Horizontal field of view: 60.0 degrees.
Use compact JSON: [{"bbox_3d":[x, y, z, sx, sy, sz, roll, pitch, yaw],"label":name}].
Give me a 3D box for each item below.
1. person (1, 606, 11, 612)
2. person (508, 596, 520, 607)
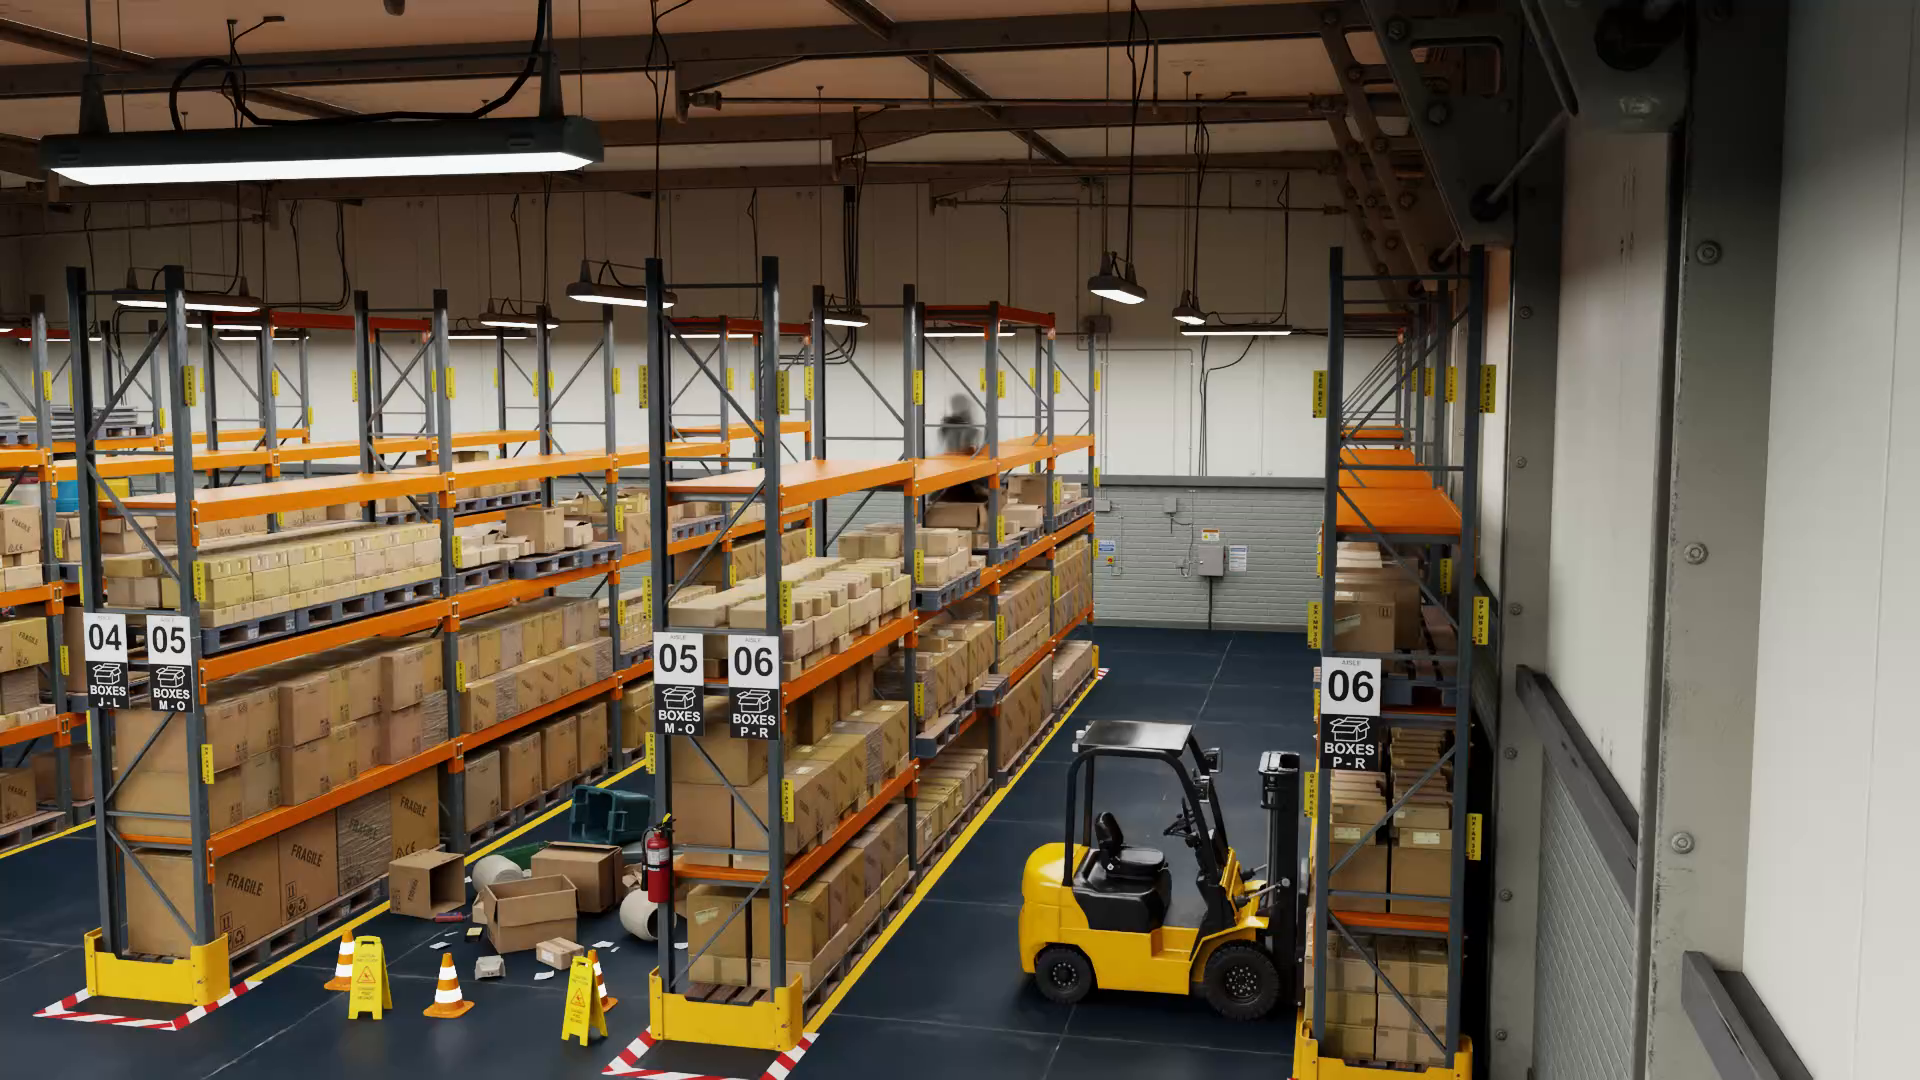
[{"bbox_3d":[-15.383,1.567,27.129,0.581,1.676,0.929,1,6,10],"label":"person"},{"bbox_3d":[-7.014,1.689,26.257,0.604,1.672,0.925,1,6,10],"label":"person"}]
